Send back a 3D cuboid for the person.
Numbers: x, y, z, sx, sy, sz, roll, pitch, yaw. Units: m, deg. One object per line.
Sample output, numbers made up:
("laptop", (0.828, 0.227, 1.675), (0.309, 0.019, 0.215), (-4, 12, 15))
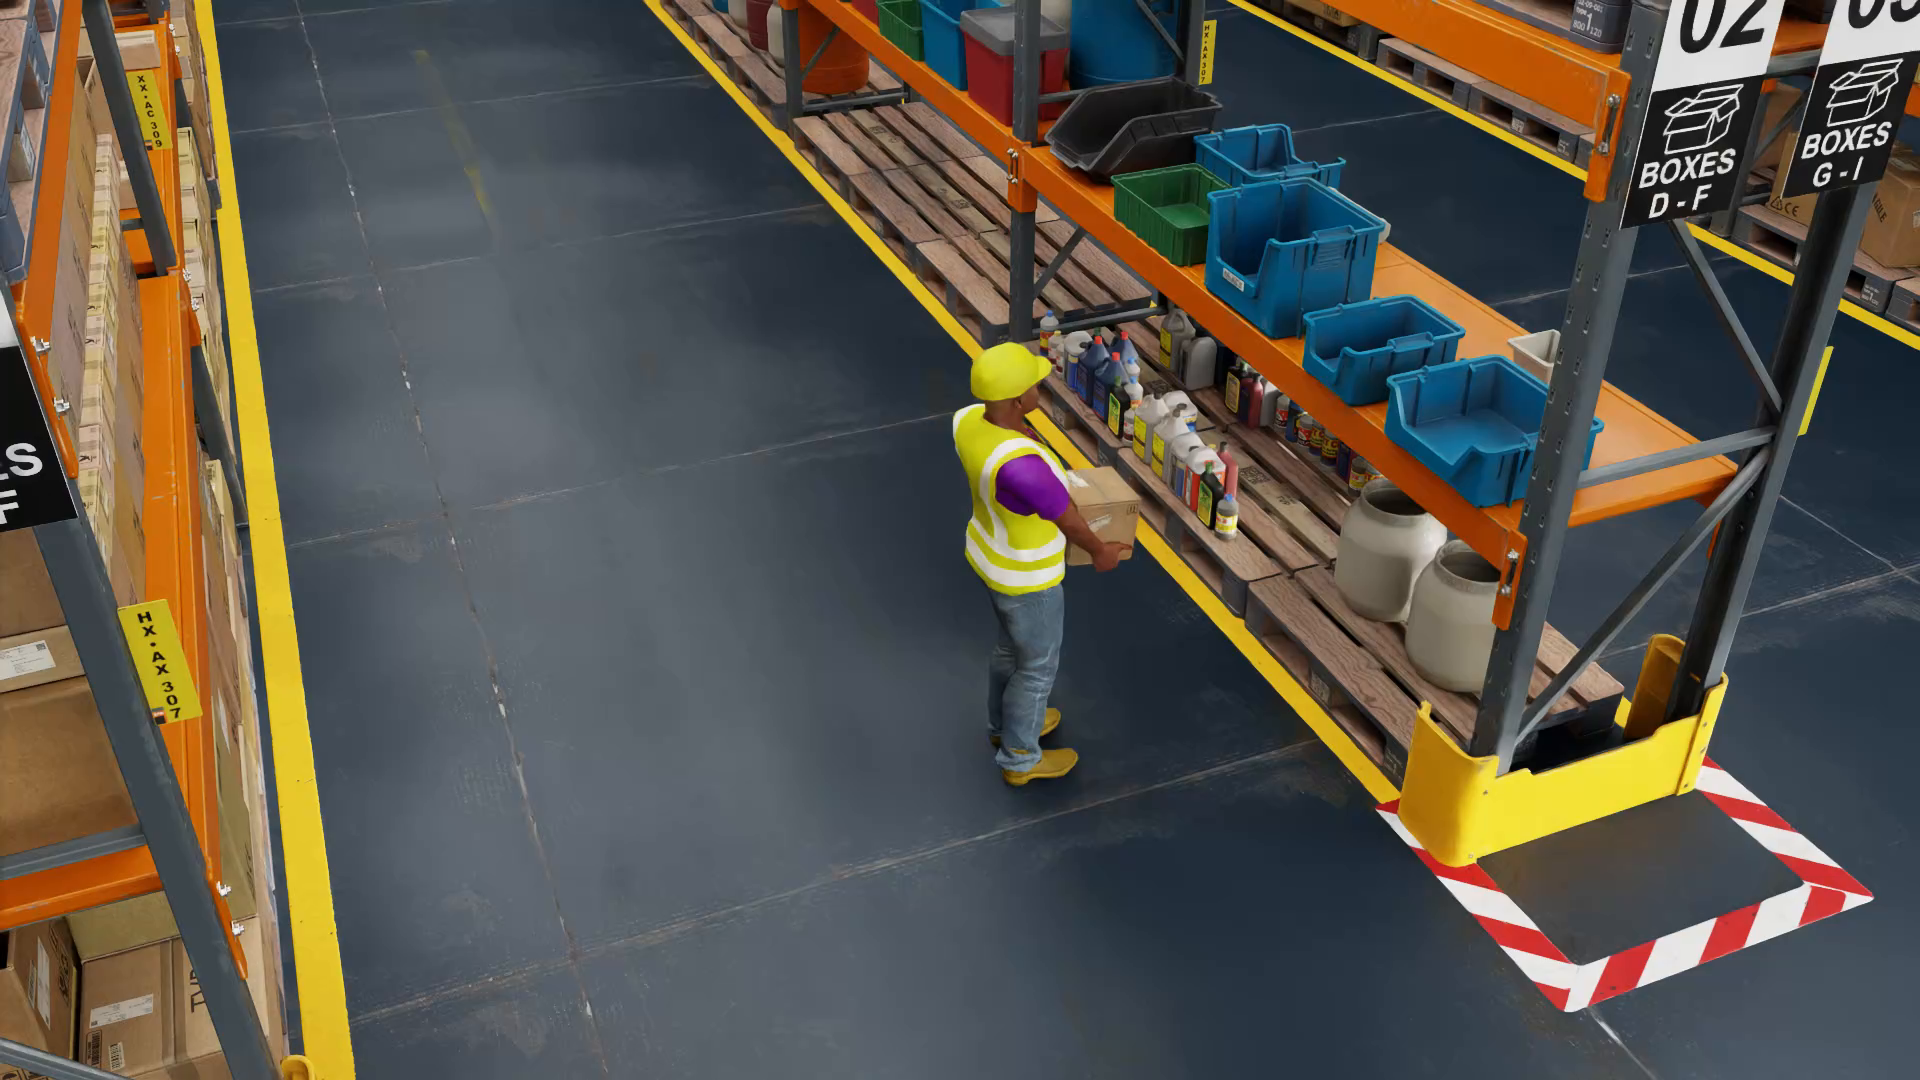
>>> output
("person", (0.224, 0.078, 6.005), (0.460, 1.759, 0.630), (-15, 36, -22))
